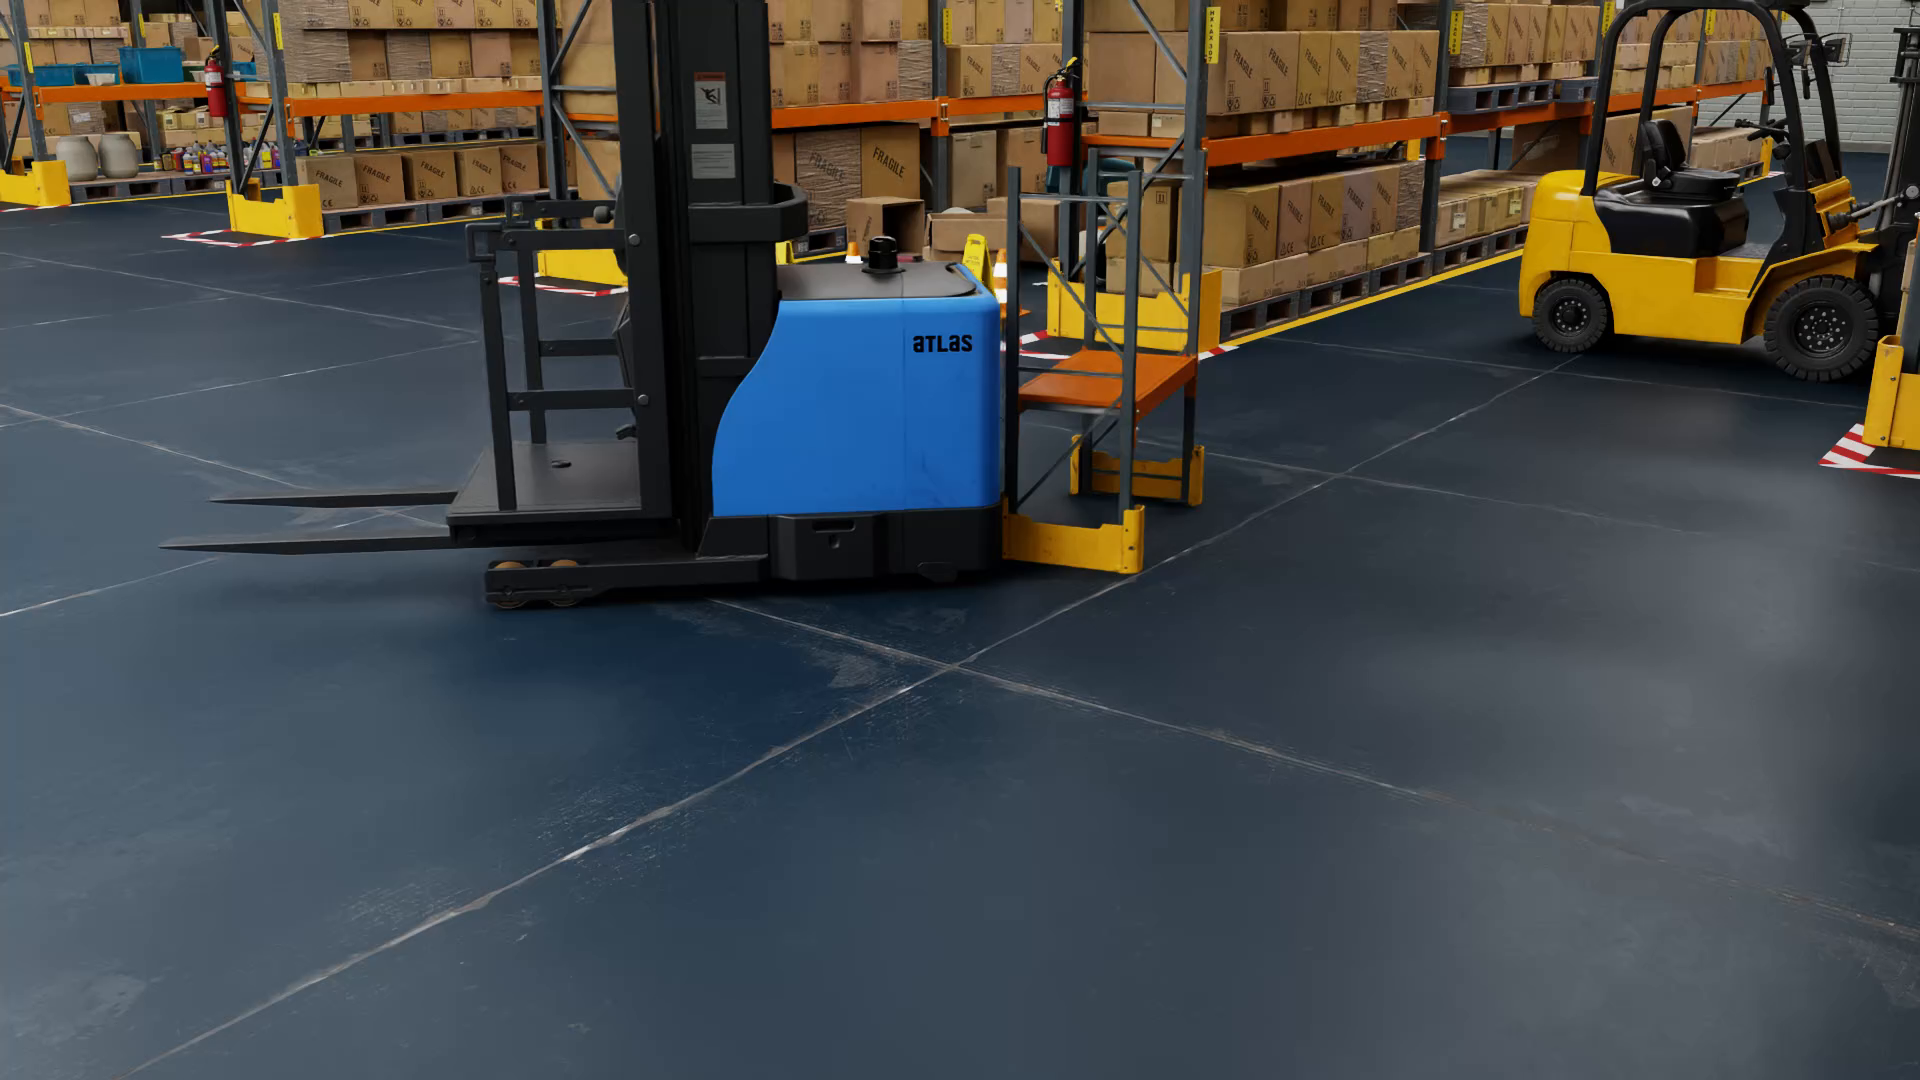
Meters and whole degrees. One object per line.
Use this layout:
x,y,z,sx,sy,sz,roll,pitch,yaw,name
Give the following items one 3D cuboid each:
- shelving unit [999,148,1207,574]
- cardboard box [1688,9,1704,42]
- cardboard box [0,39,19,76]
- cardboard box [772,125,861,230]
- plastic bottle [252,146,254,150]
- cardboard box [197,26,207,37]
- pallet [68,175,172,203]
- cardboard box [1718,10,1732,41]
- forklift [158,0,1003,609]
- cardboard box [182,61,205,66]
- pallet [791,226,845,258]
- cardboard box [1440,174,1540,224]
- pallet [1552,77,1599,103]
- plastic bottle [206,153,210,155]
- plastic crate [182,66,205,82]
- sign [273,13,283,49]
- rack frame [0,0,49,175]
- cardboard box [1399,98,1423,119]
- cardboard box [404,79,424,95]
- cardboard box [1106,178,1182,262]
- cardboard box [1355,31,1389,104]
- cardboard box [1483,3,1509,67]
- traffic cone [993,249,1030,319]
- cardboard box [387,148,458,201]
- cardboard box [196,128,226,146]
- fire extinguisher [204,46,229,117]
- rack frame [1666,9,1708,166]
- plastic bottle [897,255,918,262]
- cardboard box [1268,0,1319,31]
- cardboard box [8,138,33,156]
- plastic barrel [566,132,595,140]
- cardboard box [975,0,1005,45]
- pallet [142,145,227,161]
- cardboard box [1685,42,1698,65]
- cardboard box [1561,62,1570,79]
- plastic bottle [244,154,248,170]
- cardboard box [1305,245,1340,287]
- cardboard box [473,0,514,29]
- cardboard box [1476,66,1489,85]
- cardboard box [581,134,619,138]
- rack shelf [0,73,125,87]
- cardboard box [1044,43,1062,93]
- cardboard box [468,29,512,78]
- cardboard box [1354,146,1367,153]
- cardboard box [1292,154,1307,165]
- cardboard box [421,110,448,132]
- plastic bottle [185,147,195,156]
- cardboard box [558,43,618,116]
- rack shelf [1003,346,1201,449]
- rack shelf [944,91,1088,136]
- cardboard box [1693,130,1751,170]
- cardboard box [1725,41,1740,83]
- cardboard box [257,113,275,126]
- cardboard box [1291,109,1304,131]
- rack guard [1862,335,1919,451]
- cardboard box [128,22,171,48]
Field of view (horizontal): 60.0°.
0.597,-0.767,6.684,0.587,1.500,1.083,6,18,20,shelving unit
8.172,-5.967,19.046,0.500,0.500,0.500,13,22,36,cardboard box
-13.617,-6.763,23.294,0.700,0.500,0.500,13,22,36,cardboard box
-1.531,-3.371,15.414,0.875,0.875,0.875,13,21,35,cardboard box
-9.023,-4.911,21.339,0.061,0.283,0.133,12,21,35,plastic bottle
-13.970,-9.375,31.172,0.500,0.500,0.500,13,21,35,cardboard box
-10.354,-4.248,20.067,1.003,0.211,1.213,12,21,35,pallet
9.021,-6.307,20.142,0.500,0.500,0.500,12,21,34,cardboard box
-1.398,-1.319,6.050,3.031,2.935,1.130,-2,17,-7,forklift
-11.751,-7.244,25.438,0.380,0.149,0.250,12,21,35,cardboard box
-1.808,-2.747,15.233,1.003,0.211,1.213,12,21,35,pallet
5.075,-3.275,15.956,0.950,0.372,0.625,12,21,34,cardboard box
5.514,-4.359,16.048,1.213,0.211,1.003,12,21,35,pallet
-9.635,-4.867,21.334,0.097,0.201,0.097,0,17,0,plastic bottle
-9.502,-5.939,21.167,0.450,0.188,0.662,12,21,35,plastic crate
-6.437,-4.803,15.693,0.100,0.325,0.005,12,21,35,sign
-10.850,-5.361,18.948,1.000,3.000,0.127,12,21,35,rack frame
3.380,-3.376,12.980,0.380,0.149,0.250,13,21,36,cardboard box
-5.772,-4.690,17.212,0.380,0.149,0.250,12,21,35,cardboard box
1.354,-2.217,11.488,0.500,0.500,0.500,13,21,35,cardboard box
2.798,-3.479,12.218,0.500,0.500,0.500,13,22,36,cardboard box
4.277,-4.258,14.018,0.500,0.500,0.500,12,21,35,cardboard box
0.307,-1.853,11.931,0.336,0.463,0.334,12,21,35,traffic cone
-5.770,-3.932,17.855,0.500,0.500,0.500,15,23,40,cardboard box
-11.698,-6.251,25.742,0.500,0.250,0.500,13,22,36,cardboard box
-7.311,-4.503,16.315,0.296,0.674,0.183,12,21,35,fire extinguisher
8.236,-5.592,19.694,1.000,3.000,0.127,12,21,35,rack frame
-0.496,-2.454,14.543,0.283,0.061,0.133,5,18,16,plastic bottle
2.153,-3.915,11.936,0.700,0.500,0.500,12,21,34,cardboard box
-13.433,-5.570,23.549,0.500,0.250,0.500,12,21,35,cardboard box
-5.806,-6.550,25.728,0.600,0.830,0.708,12,21,35,plastic barrel
0.030,-5.305,16.914,0.700,0.500,0.500,12,21,34,cardboard box
-12.035,-6.040,25.838,1.003,0.211,1.213,12,21,35,pallet
8.169,-5.611,19.166,0.500,0.250,0.500,12,21,35,cardboard box
5.475,-4.397,15.562,0.380,0.149,0.250,11,20,32,cardboard box
-9.074,-4.789,21.084,0.097,0.201,0.097,0,17,0,plastic bottle
2.414,-2.017,12.110,0.500,0.250,0.500,14,22,38,cardboard box
-5.132,-5.711,17.721,0.500,0.500,0.500,12,21,35,cardboard box
4.209,-3.901,13.964,0.380,0.149,0.250,13,21,36,cardboard box
-4.106,-4.597,19.962,0.700,0.500,0.500,11,20,31,cardboard box
-13.634,-6.370,23.410,1.077,0.370,4.000,12,21,35,rack shelf
0.866,-5.023,17.692,0.500,0.500,0.500,13,21,36,cardboard box
-5.350,-5.282,18.024,0.875,0.500,0.500,12,21,35,cardboard box
5.722,-5.751,24.305,0.380,0.149,0.250,13,21,36,cardboard box
2.474,-3.007,12.941,0.380,0.149,0.250,13,22,37,cardboard box
-9.251,-7.342,28.802,0.500,0.500,0.500,12,21,33,cardboard box
-9.853,-4.873,21.229,0.152,0.276,0.135,12,21,33,plastic bottle
-2.765,-3.753,13.518,0.875,0.550,0.550,12,21,35,cardboard box
0.594,-0.593,6.730,0.538,0.185,1.000,6,18,20,rack shelf
0.626,-4.670,17.938,1.077,0.370,4.000,12,21,35,rack shelf
9.768,-5.128,21.810,0.875,0.438,0.875,13,22,36,cardboard box
9.331,-5.942,20.652,0.500,0.500,0.500,13,21,35,cardboard box
-11.081,-6.765,26.455,0.500,0.311,0.500,13,22,36,cardboard box
2.133,-2.890,11.416,0.380,0.149,0.250,13,22,36,cardboard box
5.061,-0.658,8.021,1.175,0.500,0.348,12,21,35,rack guard
-14.623,-9.023,29.831,0.700,0.500,0.500,10,20,30,cardboard box
